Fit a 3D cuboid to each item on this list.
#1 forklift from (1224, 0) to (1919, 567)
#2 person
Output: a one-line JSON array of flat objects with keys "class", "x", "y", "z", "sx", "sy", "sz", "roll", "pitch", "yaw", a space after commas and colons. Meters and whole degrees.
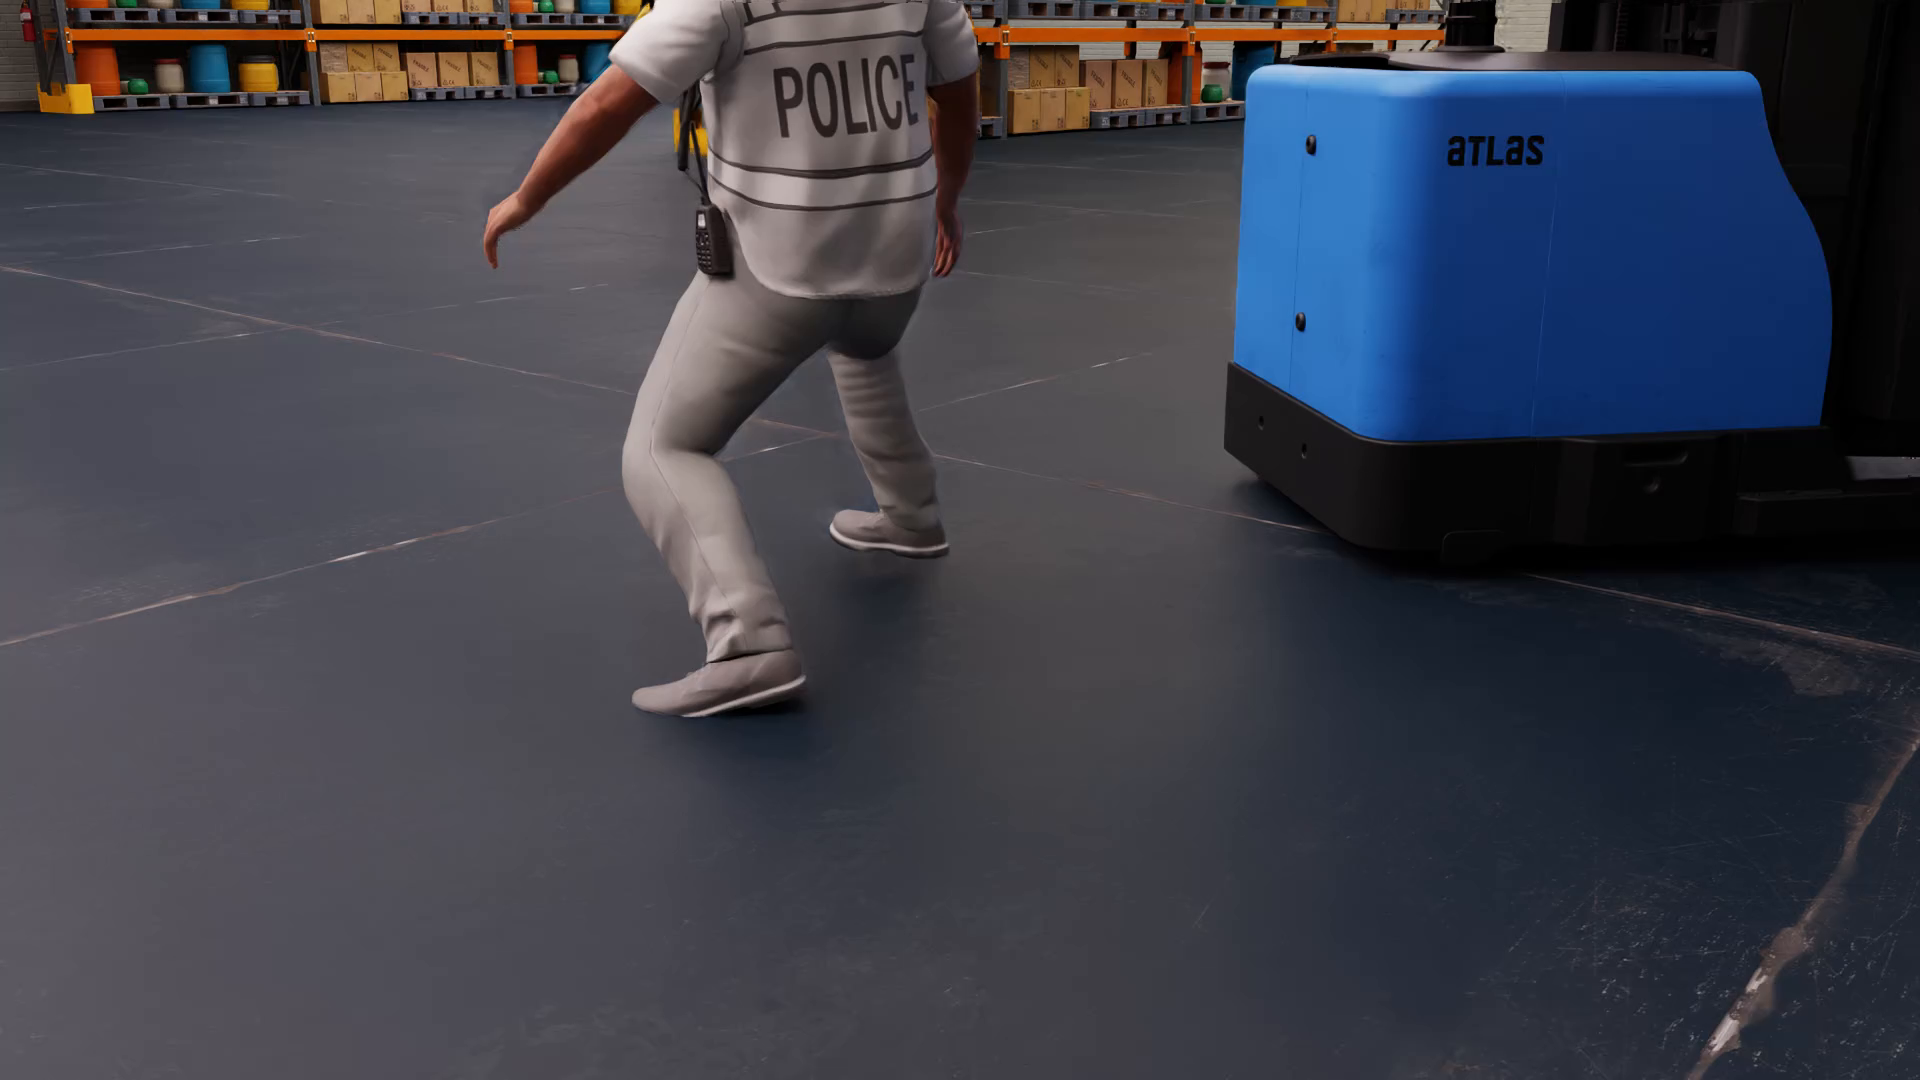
[{"class": "forklift", "x": 2.280, "y": -1.526, "z": 3.923, "sx": 3.031, "sy": 2.935, "sz": 1.130, "roll": -3, "pitch": 17, "yaw": -9}, {"class": "person", "x": -0.345, "y": -0.562, "z": 3.106, "sx": 0.971, "sy": 1.628, "sz": 0.721, "roll": -12, "pitch": 20, "yaw": -34}]
